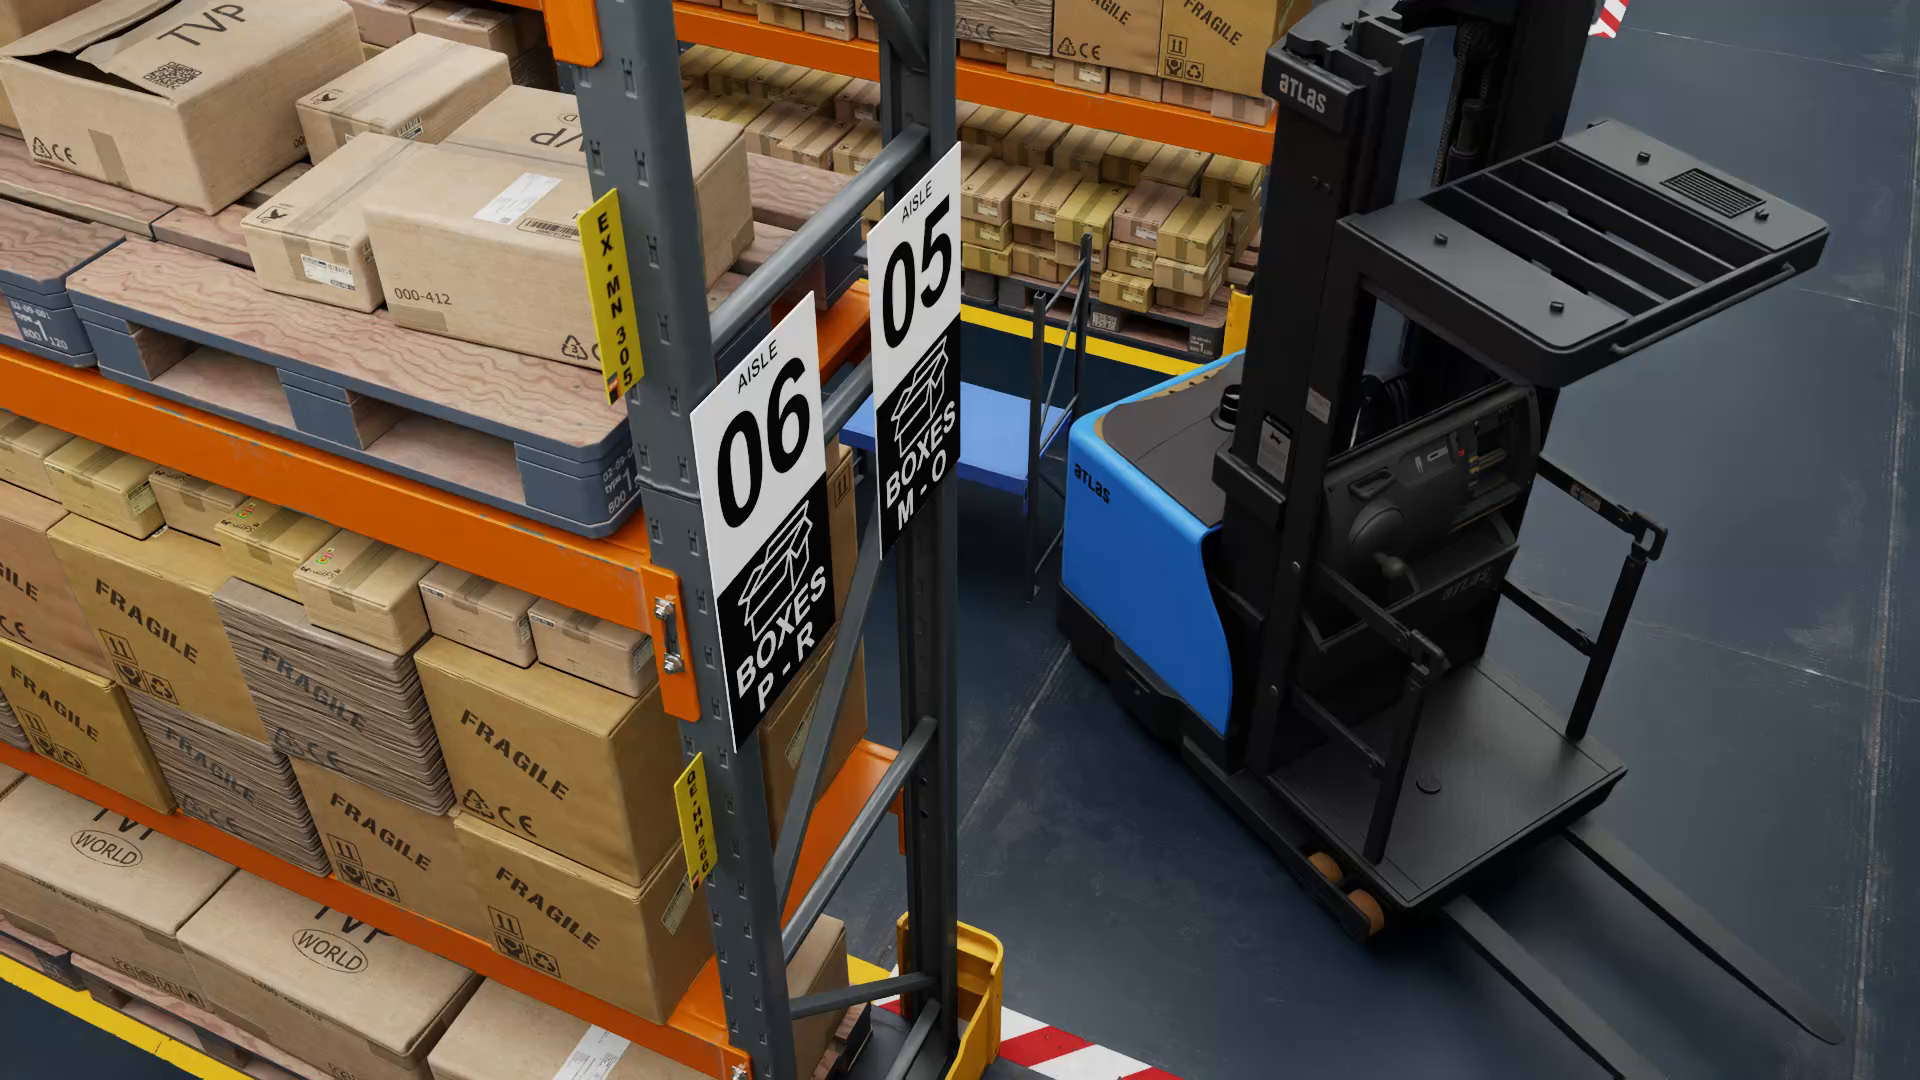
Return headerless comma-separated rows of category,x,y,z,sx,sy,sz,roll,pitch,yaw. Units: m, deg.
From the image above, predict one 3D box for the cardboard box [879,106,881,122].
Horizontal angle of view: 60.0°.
cardboard box,-0.250,-2.355,9.079,0.250,0.149,0.380,16,43,17

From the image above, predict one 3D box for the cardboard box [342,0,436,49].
cardboard box,-3.137,-3.015,9.453,0.500,0.250,0.500,19,44,21

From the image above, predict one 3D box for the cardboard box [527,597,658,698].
cardboard box,-0.682,0.122,3.484,0.250,0.149,0.380,18,44,19

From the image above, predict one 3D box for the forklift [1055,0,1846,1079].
forklift,1.622,-0.108,5.136,1.130,2.935,3.031,-24,46,-25

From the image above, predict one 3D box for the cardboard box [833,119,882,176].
cardboard box,-0.472,-2.042,8.718,0.250,0.149,0.380,15,43,17

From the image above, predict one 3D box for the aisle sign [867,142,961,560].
aisle sign,-0.084,-0.372,3.404,0.004,0.787,0.394,17,44,19

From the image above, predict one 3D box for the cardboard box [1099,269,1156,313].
cardboard box,0.889,-1.318,8.336,0.250,0.149,0.380,18,44,20

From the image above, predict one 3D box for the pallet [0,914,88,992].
pallet,-3.240,0.966,5.974,1.213,0.211,1.003,17,44,19

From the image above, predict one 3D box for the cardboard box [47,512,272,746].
cardboard box,-1.742,0.089,4.017,0.500,0.500,0.500,17,44,18

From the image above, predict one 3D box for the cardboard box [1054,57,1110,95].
cardboard box,0.631,-2.239,7.735,0.250,0.149,0.380,18,44,20

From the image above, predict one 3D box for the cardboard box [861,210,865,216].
cardboard box,-0.514,-1.877,8.755,0.250,0.149,0.380,17,44,18

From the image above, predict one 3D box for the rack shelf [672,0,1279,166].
rack shelf,-0.083,-2.485,8.376,4.000,0.370,1.077,17,44,19

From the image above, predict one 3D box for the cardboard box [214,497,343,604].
cardboard box,-1.402,-0.050,3.683,0.250,0.149,0.380,18,44,20

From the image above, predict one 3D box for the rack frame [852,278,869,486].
rack frame,-0.538,-0.731,6.948,0.032,1.500,0.500,17,44,19

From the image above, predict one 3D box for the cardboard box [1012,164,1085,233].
cardboard box,0.443,-1.715,8.340,0.250,0.149,0.380,15,43,17

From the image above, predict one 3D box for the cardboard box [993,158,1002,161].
cardboard box,0.149,-2.022,8.922,0.250,0.149,0.380,19,44,21

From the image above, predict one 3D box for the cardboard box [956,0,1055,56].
cardboard box,0.286,-2.605,7.662,0.500,0.500,0.500,17,44,19

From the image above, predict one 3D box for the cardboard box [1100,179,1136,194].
cardboard box,0.880,-1.819,8.687,0.250,0.149,0.380,18,44,19

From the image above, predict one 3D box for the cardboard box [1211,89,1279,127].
cardboard box,1.315,-2.031,7.495,0.250,0.149,0.380,17,44,19

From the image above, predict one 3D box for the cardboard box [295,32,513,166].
cardboard box,-1.160,-0.910,3.514,0.250,0.149,0.380,19,44,20

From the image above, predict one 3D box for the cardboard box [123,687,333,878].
cardboard box,-1.739,0.464,4.348,0.500,0.500,0.500,18,44,20

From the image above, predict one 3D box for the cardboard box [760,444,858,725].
cardboard box,-0.586,0.045,4.068,0.500,0.500,0.500,16,43,18

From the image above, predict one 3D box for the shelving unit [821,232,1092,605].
shelving unit,-0.077,-0.590,6.786,1.048,1.500,0.538,17,44,19

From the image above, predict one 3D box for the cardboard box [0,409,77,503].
cardboard box,-2.091,-0.283,3.951,0.250,0.149,0.380,18,44,20

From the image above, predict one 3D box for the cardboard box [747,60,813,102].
cardboard box,-0.986,-2.561,9.316,0.250,0.149,0.380,17,44,18

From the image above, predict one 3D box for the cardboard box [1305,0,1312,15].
cardboard box,1.440,-2.642,7.704,0.500,0.500,0.500,19,44,21

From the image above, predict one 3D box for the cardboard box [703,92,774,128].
cardboard box,-1.196,-2.246,8.953,0.250,0.149,0.380,16,44,18

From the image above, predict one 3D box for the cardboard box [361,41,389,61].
cardboard box,-3.137,-2.723,9.689,0.500,0.500,0.500,16,43,18

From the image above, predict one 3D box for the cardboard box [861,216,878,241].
cardboard box,-0.508,-1.765,8.853,0.250,0.149,0.380,16,43,17

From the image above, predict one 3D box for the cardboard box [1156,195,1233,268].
cardboard box,1.143,-1.506,8.099,0.250,0.149,0.380,17,44,19

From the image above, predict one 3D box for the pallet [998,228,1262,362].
pallet,0.940,-1.416,8.723,1.213,0.211,1.003,17,44,19

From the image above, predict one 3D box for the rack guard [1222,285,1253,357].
rack guard,1.661,-1.280,8.345,0.348,0.500,1.175,17,44,19

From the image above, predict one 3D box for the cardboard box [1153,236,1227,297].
cardboard box,1.131,-1.374,8.174,0.250,0.149,0.380,16,43,18

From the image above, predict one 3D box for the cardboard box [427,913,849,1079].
cardboard box,-0.912,1.449,4.924,0.875,0.438,0.875,16,43,17

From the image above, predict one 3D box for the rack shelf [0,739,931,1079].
rack shelf,-2.084,0.481,4.954,4.000,0.370,1.077,17,44,19

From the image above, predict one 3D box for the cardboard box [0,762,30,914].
cardboard box,-3.373,0.702,5.785,0.875,0.438,0.875,16,44,18

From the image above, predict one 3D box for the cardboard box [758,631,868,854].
cardboard box,-0.585,0.422,4.397,0.500,0.500,0.500,17,44,18

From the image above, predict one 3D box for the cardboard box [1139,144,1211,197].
cardboard box,1.098,-1.861,8.509,0.250,0.149,0.380,18,44,19

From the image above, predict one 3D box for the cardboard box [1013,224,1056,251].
cardboard box,0.459,-1.652,8.495,0.250,0.149,0.380,16,44,18

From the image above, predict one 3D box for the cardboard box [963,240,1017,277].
cardboard box,0.199,-1.536,8.588,0.250,0.149,0.380,15,43,17

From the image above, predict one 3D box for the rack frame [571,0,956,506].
rack frame,-0.272,-1.504,2.115,0.127,3.000,1.000,17,44,19

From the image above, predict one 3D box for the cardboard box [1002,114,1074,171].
cardboard box,0.417,-2.109,8.795,0.250,0.149,0.380,19,44,20

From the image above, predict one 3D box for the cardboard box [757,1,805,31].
cardboard box,-0.803,-2.686,8.250,0.250,0.149,0.380,18,44,19

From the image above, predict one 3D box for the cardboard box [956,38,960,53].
cardboard box,-0.063,-2.504,8.040,0.250,0.149,0.380,18,44,19
